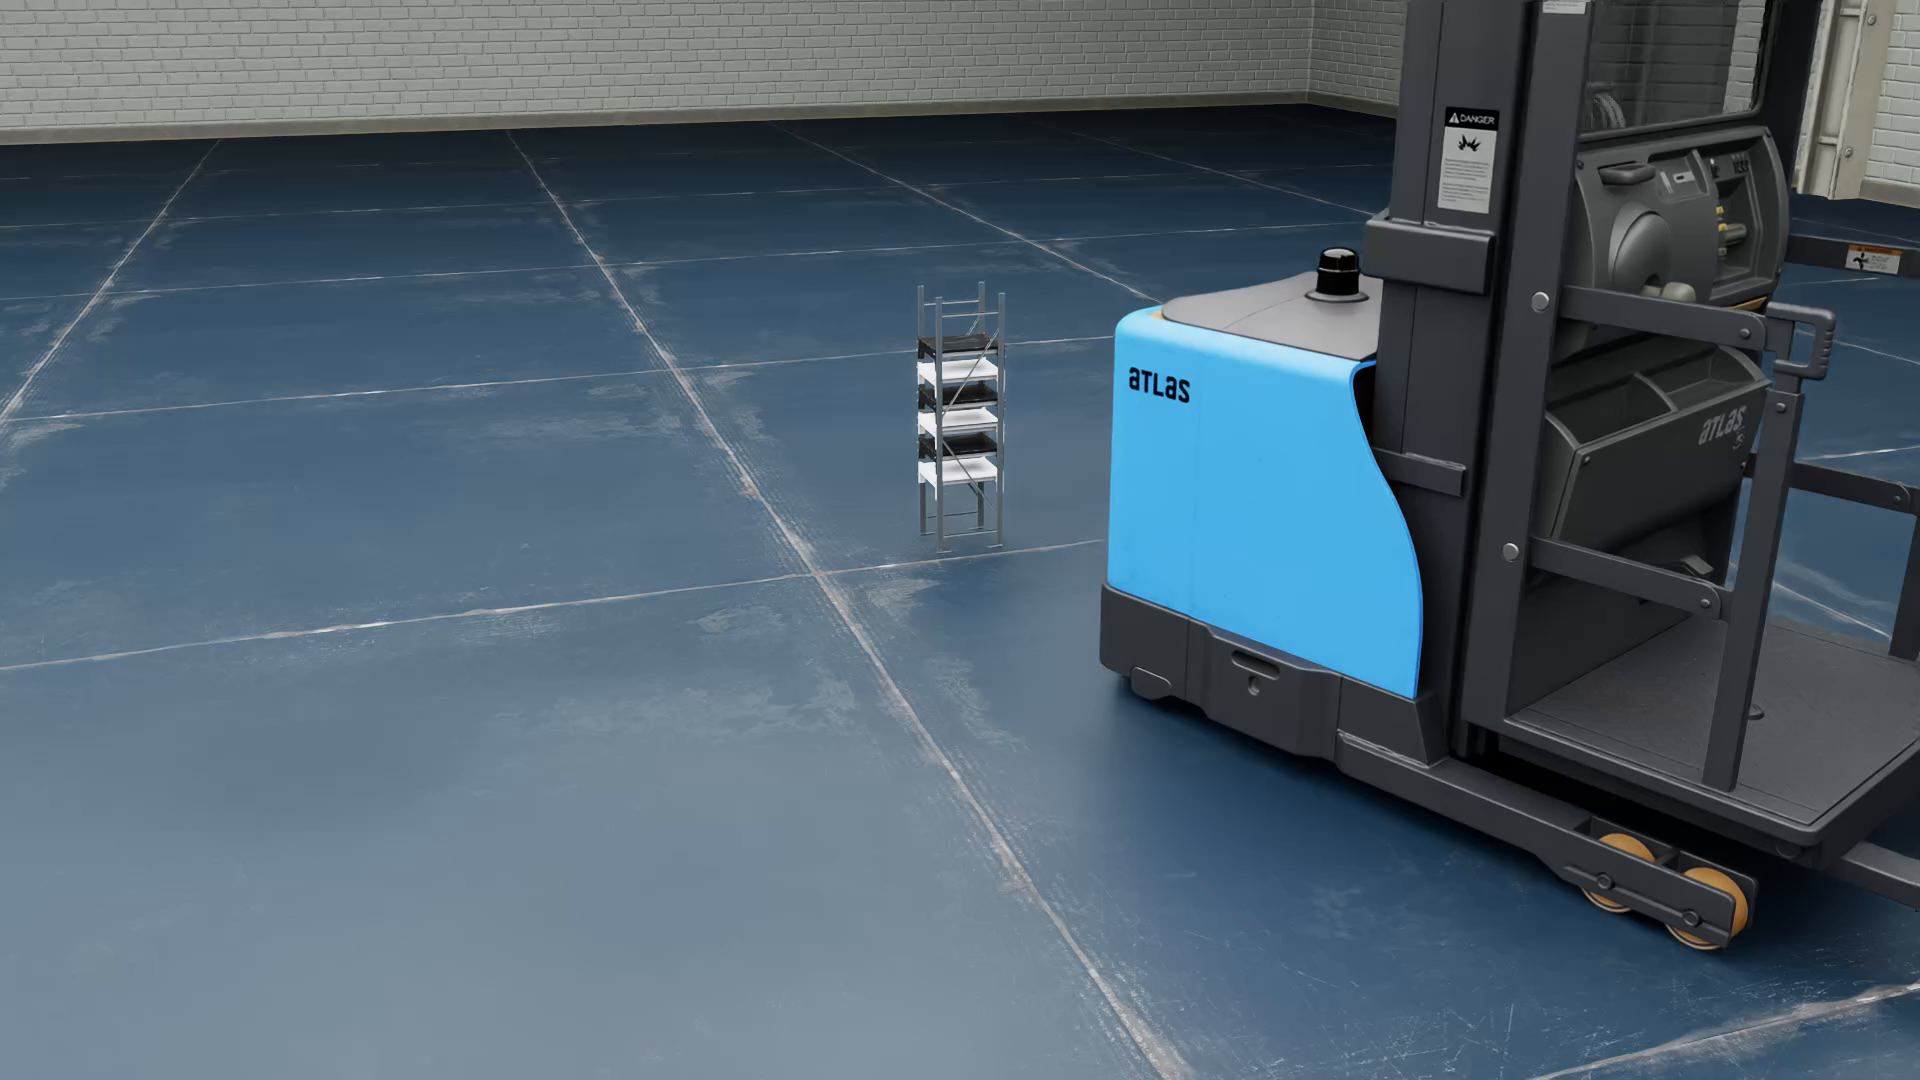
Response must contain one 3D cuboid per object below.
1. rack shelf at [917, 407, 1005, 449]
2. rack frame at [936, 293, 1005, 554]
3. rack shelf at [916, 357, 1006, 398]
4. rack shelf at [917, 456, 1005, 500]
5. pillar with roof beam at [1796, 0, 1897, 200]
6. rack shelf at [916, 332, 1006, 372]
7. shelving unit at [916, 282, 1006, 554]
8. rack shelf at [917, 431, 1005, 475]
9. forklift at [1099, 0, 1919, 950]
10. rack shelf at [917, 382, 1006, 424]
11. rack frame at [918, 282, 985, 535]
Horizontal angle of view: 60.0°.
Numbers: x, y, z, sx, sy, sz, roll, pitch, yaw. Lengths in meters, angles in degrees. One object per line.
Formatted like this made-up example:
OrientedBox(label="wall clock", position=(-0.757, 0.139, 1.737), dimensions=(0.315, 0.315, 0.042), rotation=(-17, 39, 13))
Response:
OrientedBox(label="rack shelf", position=(0.003, -0.390, 5.768), dimensions=(0.258, 0.077, 0.200), rotation=(-6, 21, -17))
OrientedBox(label="rack frame", position=(0.034, -0.388, 5.666), dimensions=(0.240, 0.900, 0.006), rotation=(-6, 21, -17))
OrientedBox(label="rack shelf", position=(0.003, -0.559, 5.708), dimensions=(0.258, 0.077, 0.200), rotation=(-6, 21, -17))
OrientedBox(label="rack shelf", position=(0.003, -0.220, 5.829), dimensions=(0.258, 0.077, 0.200), rotation=(-6, 21, -17))
OrientedBox(label="pillar with roof beam", position=(3.208, -6.670, 11.174), dimensions=(9.100, 9.000, 0.400), rotation=(-6, 21, -17))
OrientedBox(label="rack shelf", position=(0.003, -0.644, 5.677), dimensions=(0.258, 0.077, 0.200), rotation=(-6, 21, -17))
OrientedBox(label="shelving unit", position=(0.003, -0.421, 5.757), dimensions=(0.258, 0.900, 0.210), rotation=(-6, 21, -17))
OrientedBox(label="rack shelf", position=(0.003, -0.305, 5.799), dimensions=(0.258, 0.077, 0.200), rotation=(-6, 21, -17))
OrientedBox(label="forklift", position=(1.756, -0.710, 3.557), dimensions=(1.130, 2.935, 3.031), rotation=(-17, 26, -39))
OrientedBox(label="rack shelf", position=(0.003, -0.474, 5.738), dimensions=(0.258, 0.077, 0.200), rotation=(-6, 21, -17))
OrientedBox(label="rack frame", position=(-0.029, -0.454, 5.848), dimensions=(0.240, 0.900, 0.006), rotation=(-6, 21, -17))
